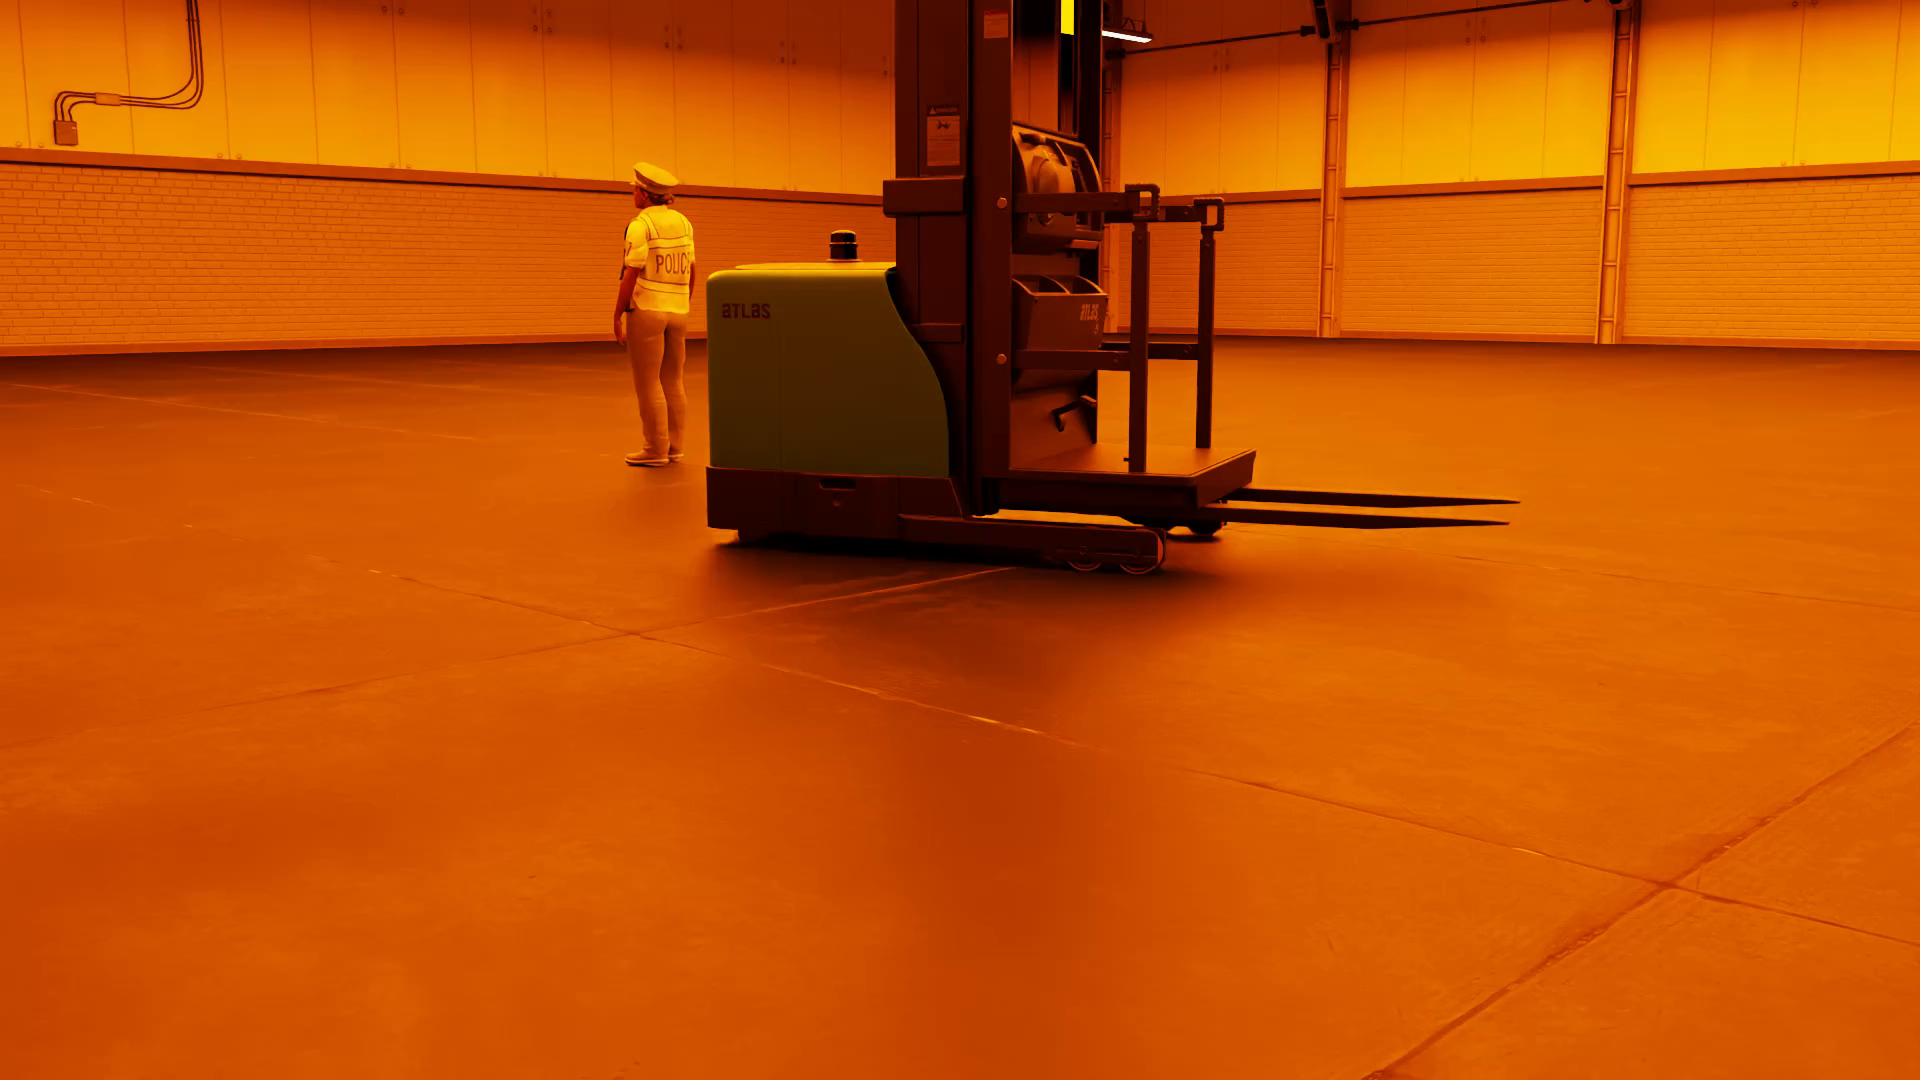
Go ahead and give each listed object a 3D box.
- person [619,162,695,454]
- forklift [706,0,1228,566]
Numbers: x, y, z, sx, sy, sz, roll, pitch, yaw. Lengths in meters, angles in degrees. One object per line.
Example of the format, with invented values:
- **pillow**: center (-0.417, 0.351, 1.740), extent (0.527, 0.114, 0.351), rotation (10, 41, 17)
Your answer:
- **person**: center (-1.719, -1.303, 9.408), extent (0.394, 1.630, 0.512), rotation (7, 11, 37)
- **forklift**: center (0.565, -1.416, 6.275), extent (3.031, 2.935, 1.130), rotation (3, 9, 22)
